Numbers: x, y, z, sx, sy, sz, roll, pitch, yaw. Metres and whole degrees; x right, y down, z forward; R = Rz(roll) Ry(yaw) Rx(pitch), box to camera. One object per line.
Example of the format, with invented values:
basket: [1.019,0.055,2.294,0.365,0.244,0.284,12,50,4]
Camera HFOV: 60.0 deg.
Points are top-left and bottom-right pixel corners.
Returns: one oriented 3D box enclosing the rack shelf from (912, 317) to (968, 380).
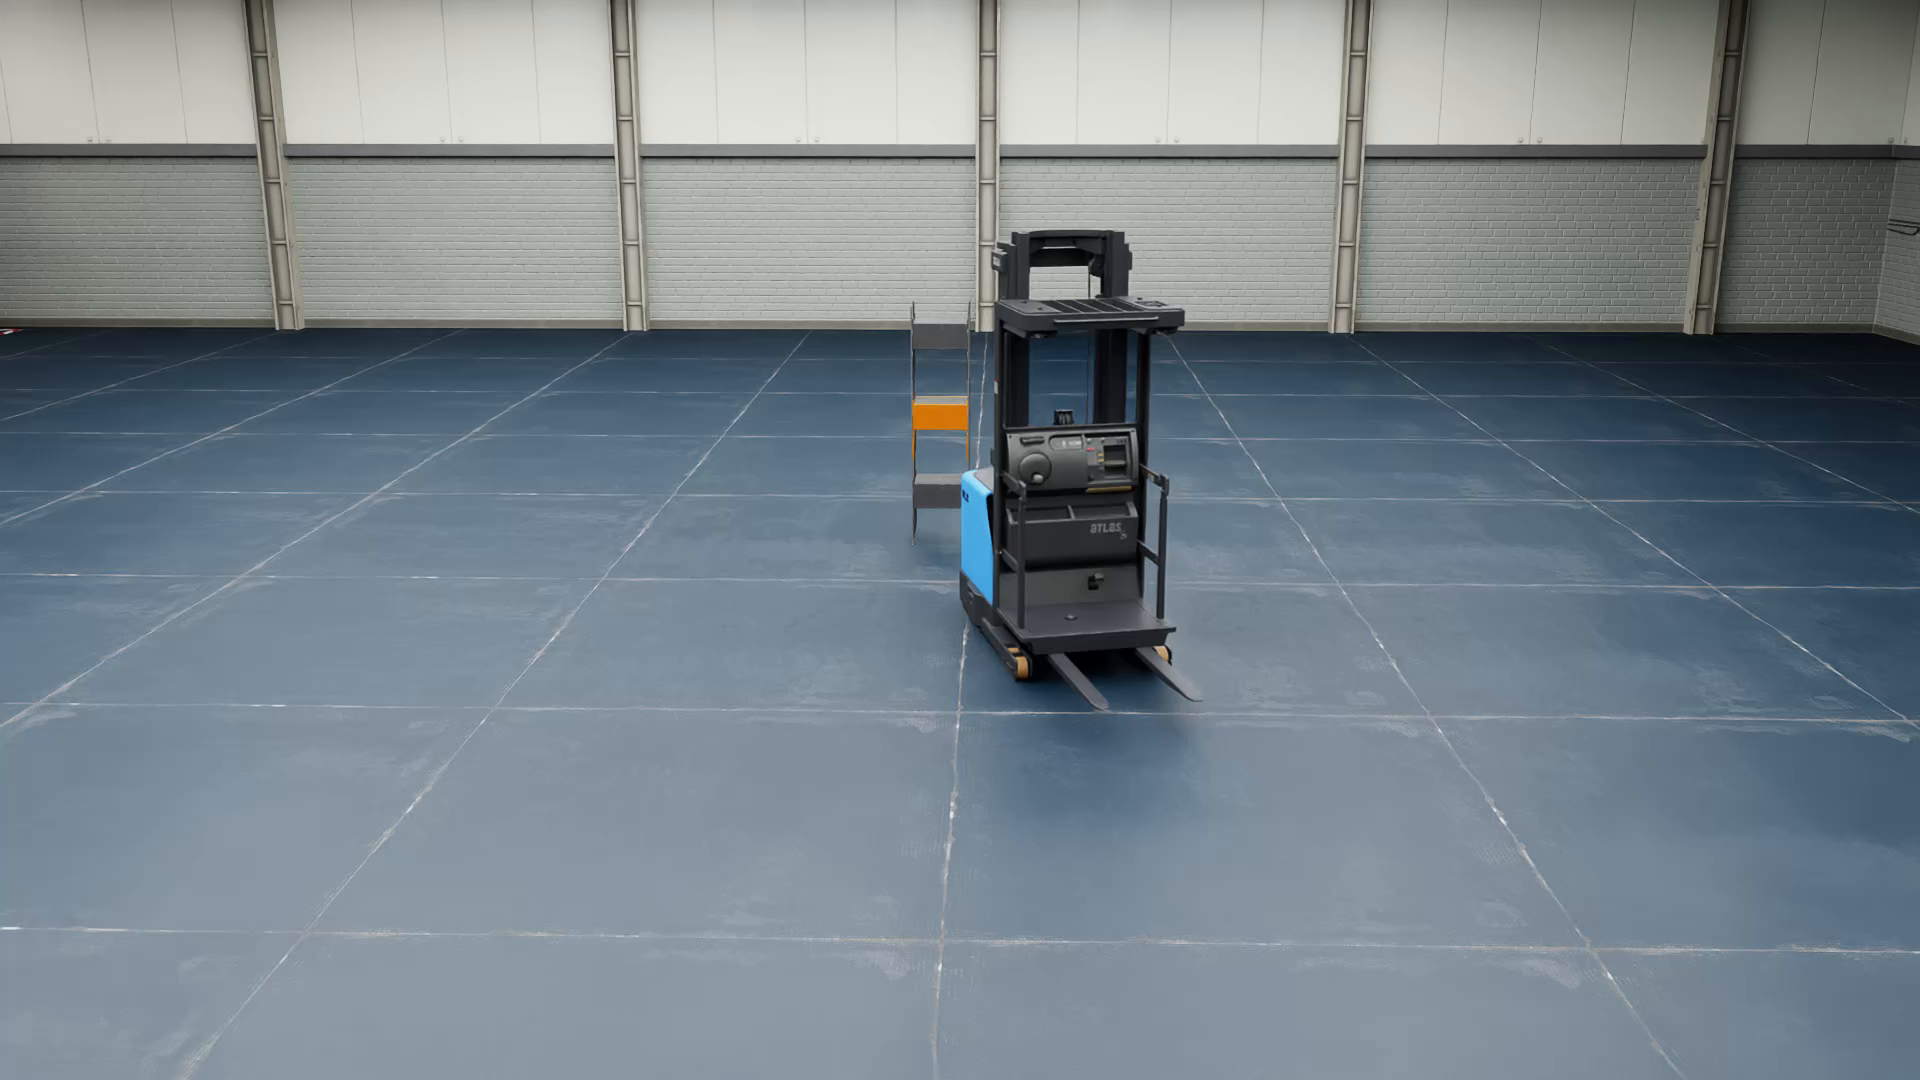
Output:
rack shelf: [-0.165,-1.680,14.401,0.480,0.518,0.431,0,15,1]

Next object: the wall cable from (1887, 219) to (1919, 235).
wall cable: [15.368,-5.983,25.965,0.112,2.526,3.097,0,15,1]

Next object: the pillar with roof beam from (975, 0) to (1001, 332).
pillar with roof beam: [0.350,-6.821,23.055,0.400,9.000,9.100,0,15,1]

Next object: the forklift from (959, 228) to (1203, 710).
forklift: [0.829,-0.572,11.264,1.130,2.935,3.031,-3,15,-13]

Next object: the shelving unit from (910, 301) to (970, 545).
shelving unit: [-0.165,-1.016,14.576,0.503,2.100,0.431,0,15,1]

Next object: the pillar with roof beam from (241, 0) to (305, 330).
pillar with roof beam: [-11.646,-6.900,23.351,0.400,9.000,9.100,0,15,1]

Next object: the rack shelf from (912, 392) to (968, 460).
rack shelf: [-0.165,-1.003,14.580,0.480,0.518,0.431,0,15,1]

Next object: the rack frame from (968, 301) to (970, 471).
rack frame: [0.078,-1.015,14.570,0.015,2.100,0.400,0,15,1]

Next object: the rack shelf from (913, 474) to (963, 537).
rack shelf: [-0.165,-0.326,14.758,0.480,0.518,0.431,0,15,1]

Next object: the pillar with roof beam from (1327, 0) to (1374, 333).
pillar with roof beam: [6.348,-6.782,22.907,0.400,9.000,9.100,0,15,1]

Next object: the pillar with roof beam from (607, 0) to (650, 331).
pillar with roof beam: [-5.648,-6.860,23.203,0.400,9.000,9.100,0,15,1]

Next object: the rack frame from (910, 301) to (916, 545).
rack frame: [-0.409,-1.018,14.582,0.015,2.100,0.400,0,15,1]

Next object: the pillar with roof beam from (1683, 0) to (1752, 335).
pillar with roof beam: [12.346,-6.743,22.759,0.400,9.000,9.100,0,15,1]
